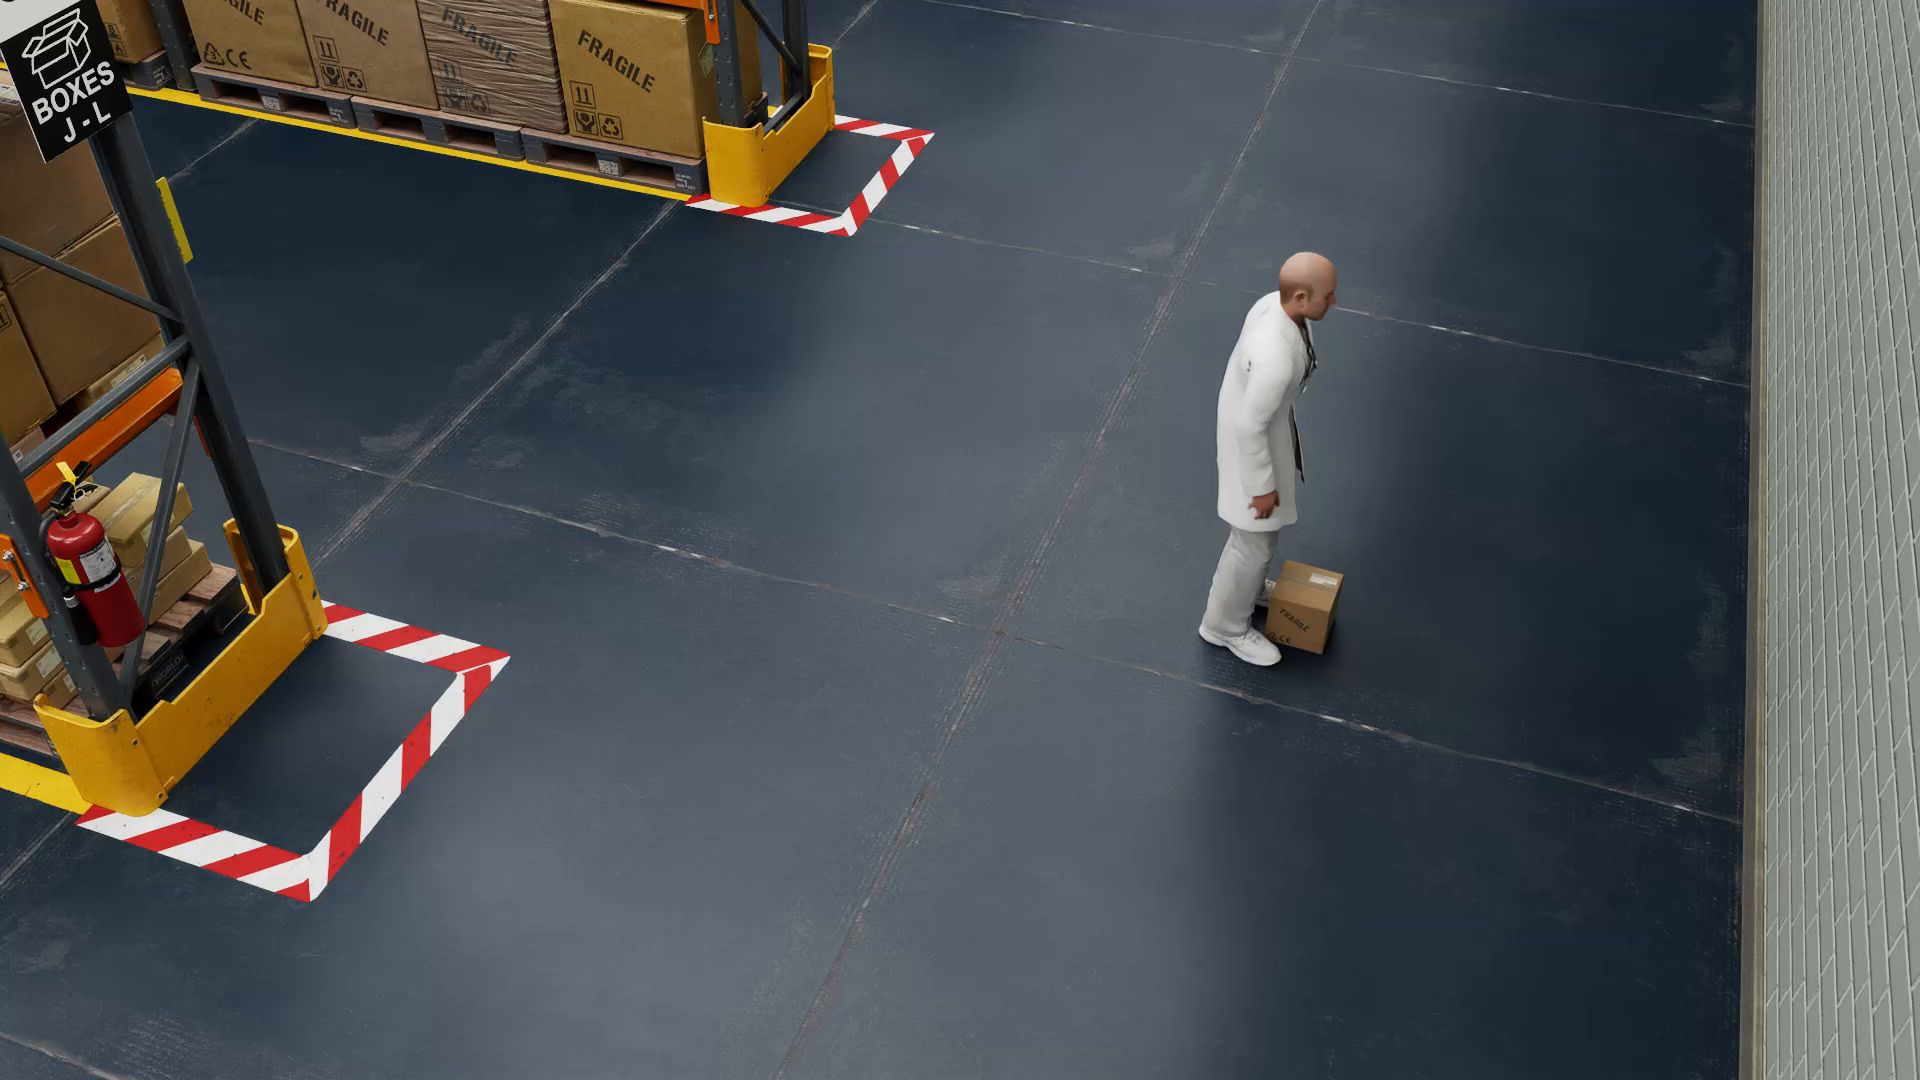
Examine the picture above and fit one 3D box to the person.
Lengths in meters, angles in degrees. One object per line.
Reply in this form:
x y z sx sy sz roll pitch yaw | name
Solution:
1.215 -0.350 6.575 0.429 1.772 0.645 11 42 13 | person
